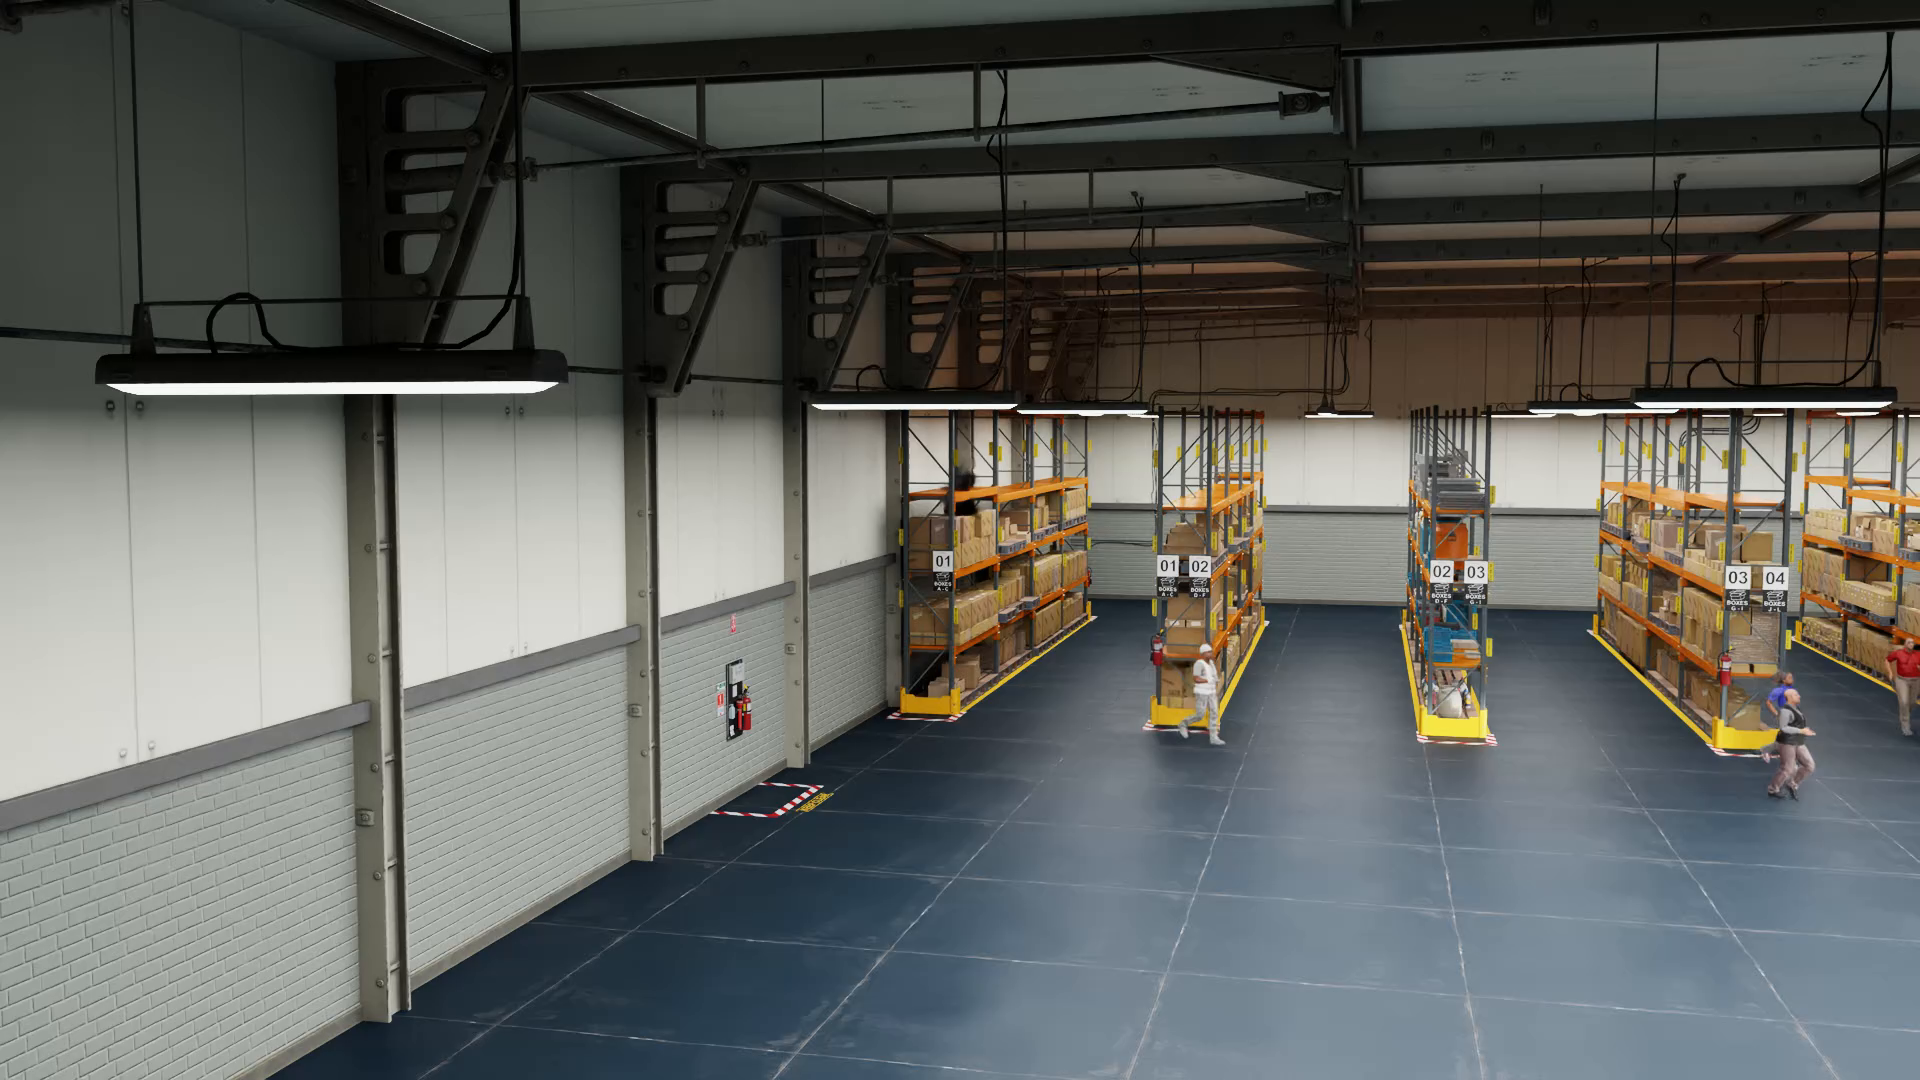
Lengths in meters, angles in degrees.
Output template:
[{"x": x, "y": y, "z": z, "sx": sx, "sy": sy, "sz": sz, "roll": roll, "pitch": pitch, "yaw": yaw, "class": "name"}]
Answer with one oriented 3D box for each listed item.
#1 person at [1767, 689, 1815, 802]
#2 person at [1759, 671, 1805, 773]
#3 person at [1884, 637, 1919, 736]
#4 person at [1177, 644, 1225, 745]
[{"x": 12.492, "y": 3.085, "z": 24.934, "sx": 0.633, "sy": 1.725, "sz": 0.705, "roll": -4, "pitch": 5, "yaw": -41, "class": "person"}, {"x": 13.469, "y": 2.965, "z": 27.173, "sx": 0.600, "sy": 1.645, "sz": 0.819, "roll": -3, "pitch": 5, "yaw": -32, "class": "person"}, {"x": 17.407, "y": 2.657, "z": 30.549, "sx": 0.651, "sy": 1.751, "sz": 0.931, "roll": 1, "pitch": 4, "yaw": 9, "class": "person"}, {"x": 4.294, "y": 2.715, "z": 29.382, "sx": 0.938, "sy": 1.766, "sz": 0.684, "roll": 3, "pitch": 5, "yaw": 40, "class": "person"}]
